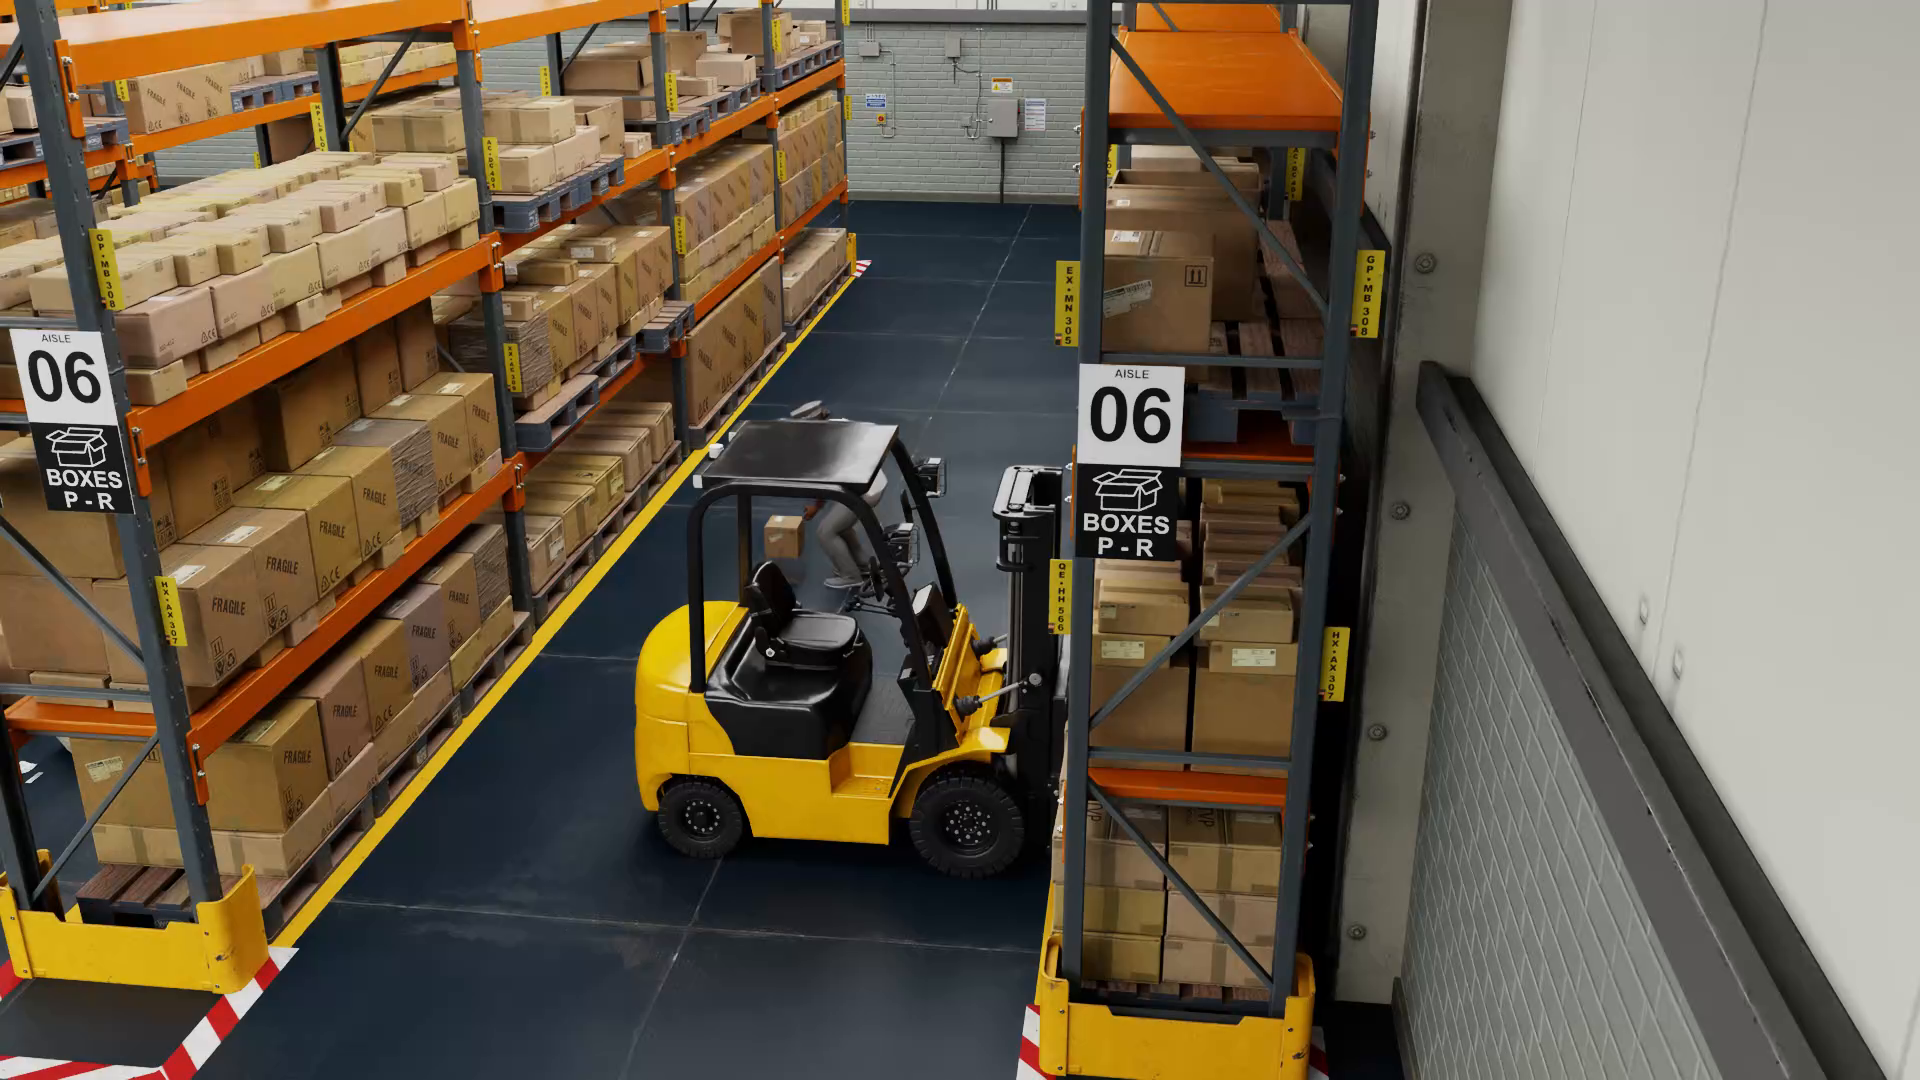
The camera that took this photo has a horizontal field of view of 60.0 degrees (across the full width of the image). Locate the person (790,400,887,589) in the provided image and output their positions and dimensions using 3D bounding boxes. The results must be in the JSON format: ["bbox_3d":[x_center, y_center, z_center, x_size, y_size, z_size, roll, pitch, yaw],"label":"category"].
[{"bbox_3d":[-0.893,-0.341,12.315,0.688,1.414,0.495,3,21,7],"label":"person"}]
